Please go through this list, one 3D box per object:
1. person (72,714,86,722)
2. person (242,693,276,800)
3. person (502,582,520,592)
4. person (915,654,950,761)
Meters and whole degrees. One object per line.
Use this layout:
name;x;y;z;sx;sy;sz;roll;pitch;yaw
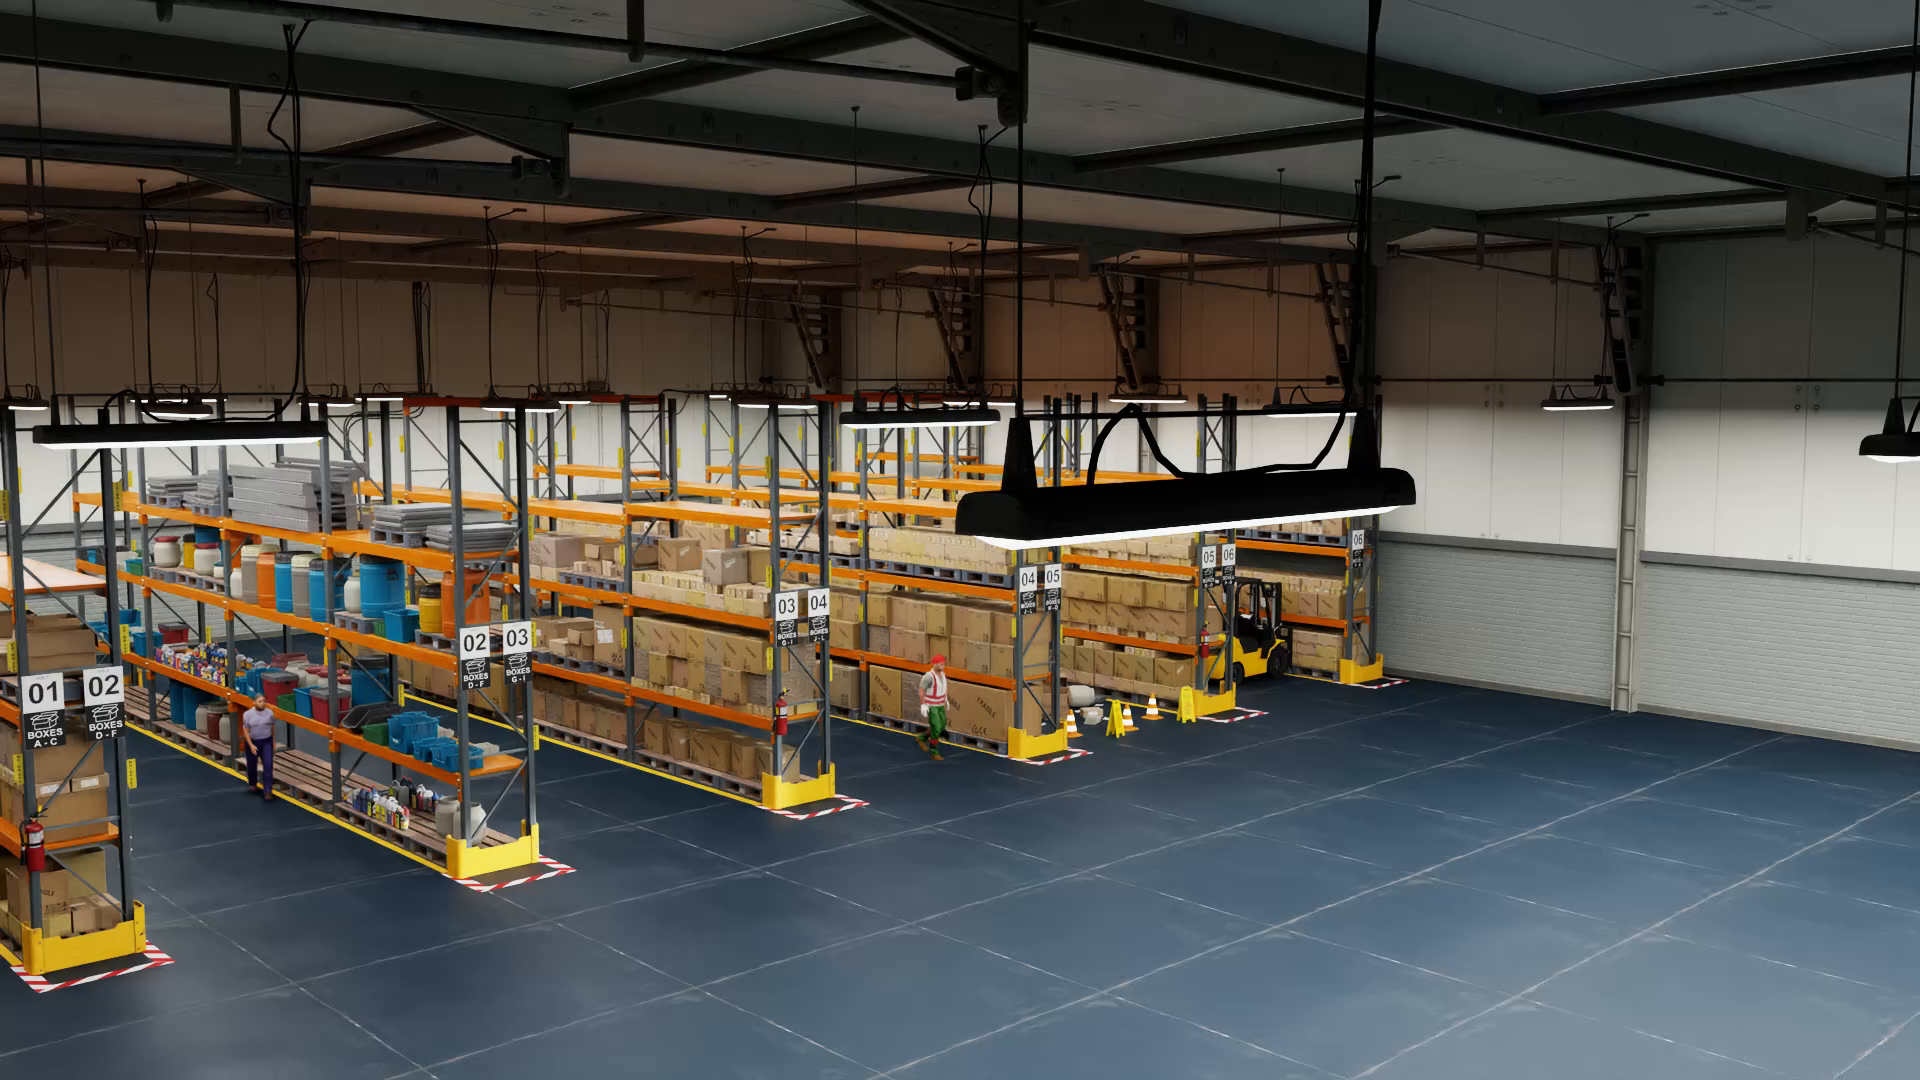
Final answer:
person;-16.104;2.525;30.303;0.518;1.714;1.022;-4;7;-33
person;-10.600;3.112;25.197;0.476;1.559;1.016;-3;6;-29
person;-11.464;1.340;42.581;0.603;1.751;0.923;2;6;22
person;-0.499;2.772;27.823;0.689;1.767;0.629;4;7;35
